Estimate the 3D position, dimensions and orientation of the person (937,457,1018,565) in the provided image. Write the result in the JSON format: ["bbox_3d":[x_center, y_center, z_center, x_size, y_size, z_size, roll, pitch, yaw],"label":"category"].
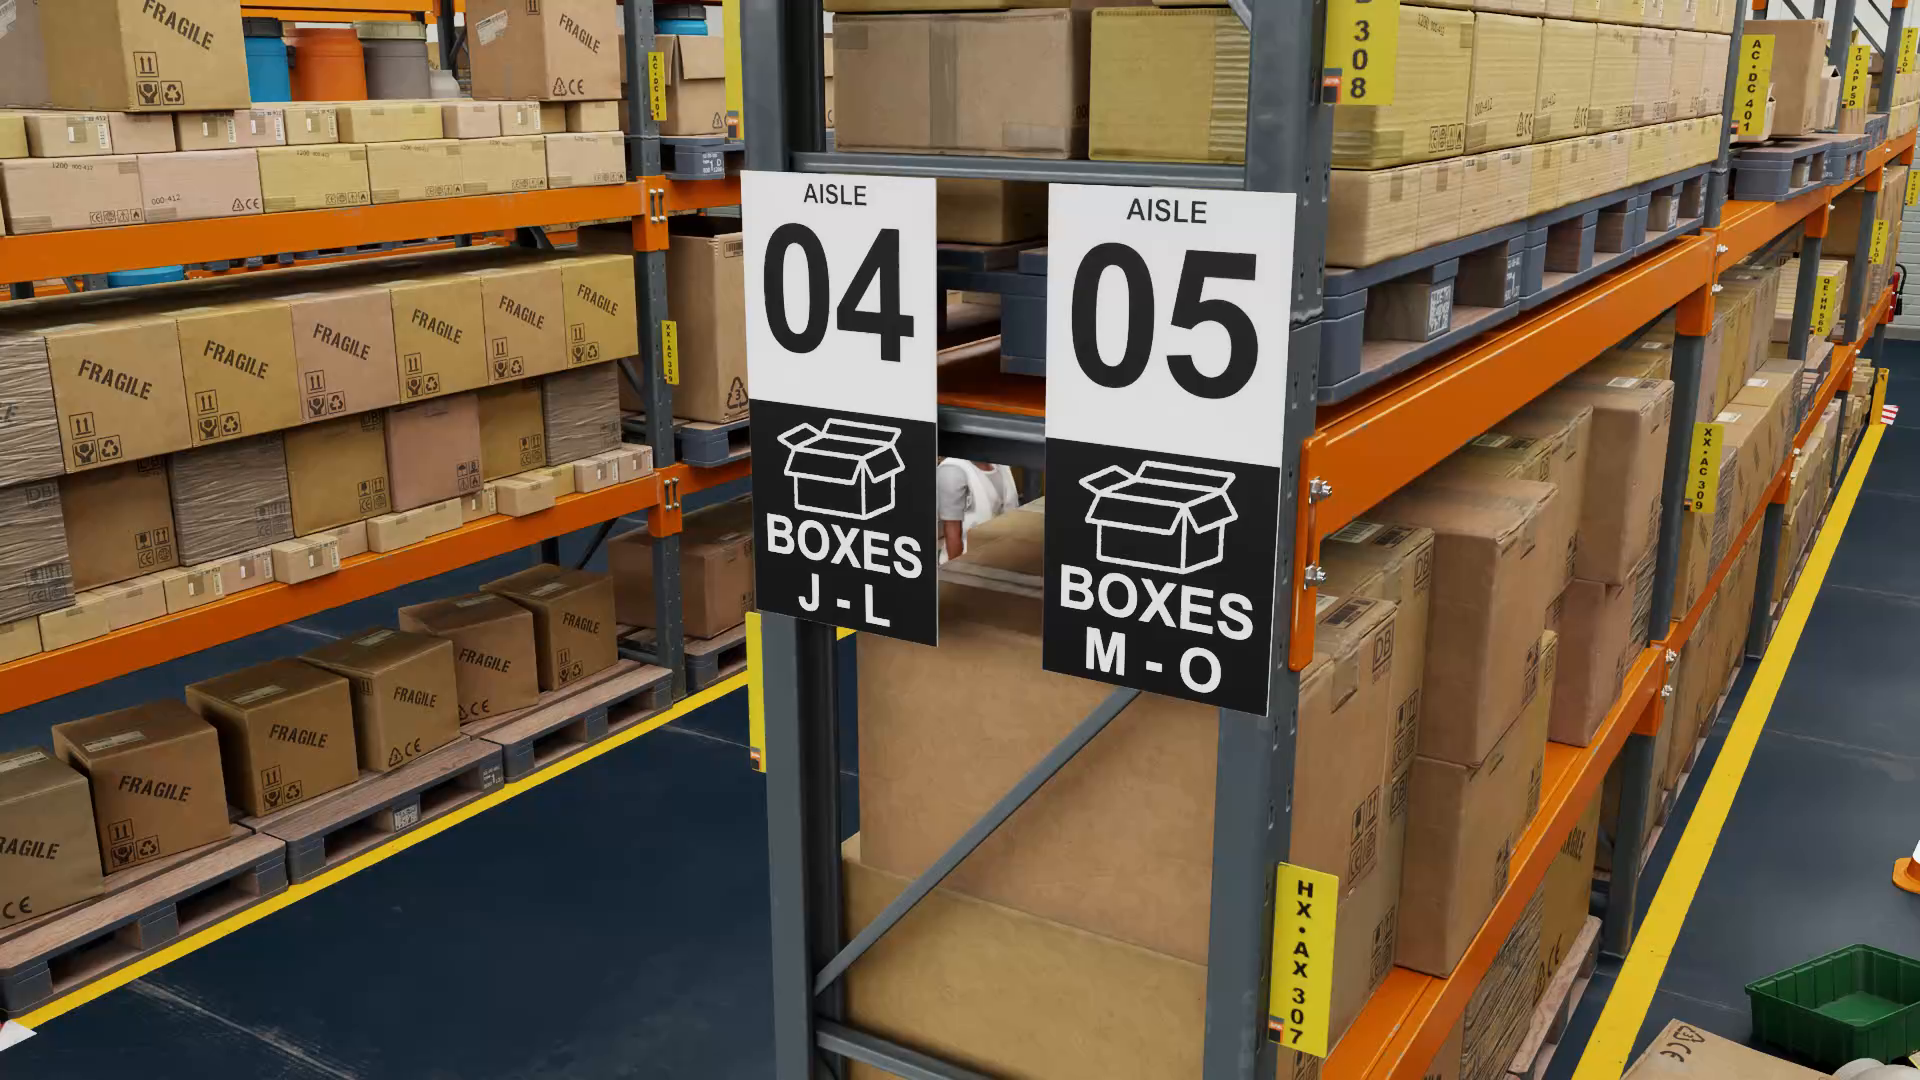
[{"bbox_3d":[0.110,0.161,8.452,0.370,1.772,0.551,10,19,31],"label":"person"}]
